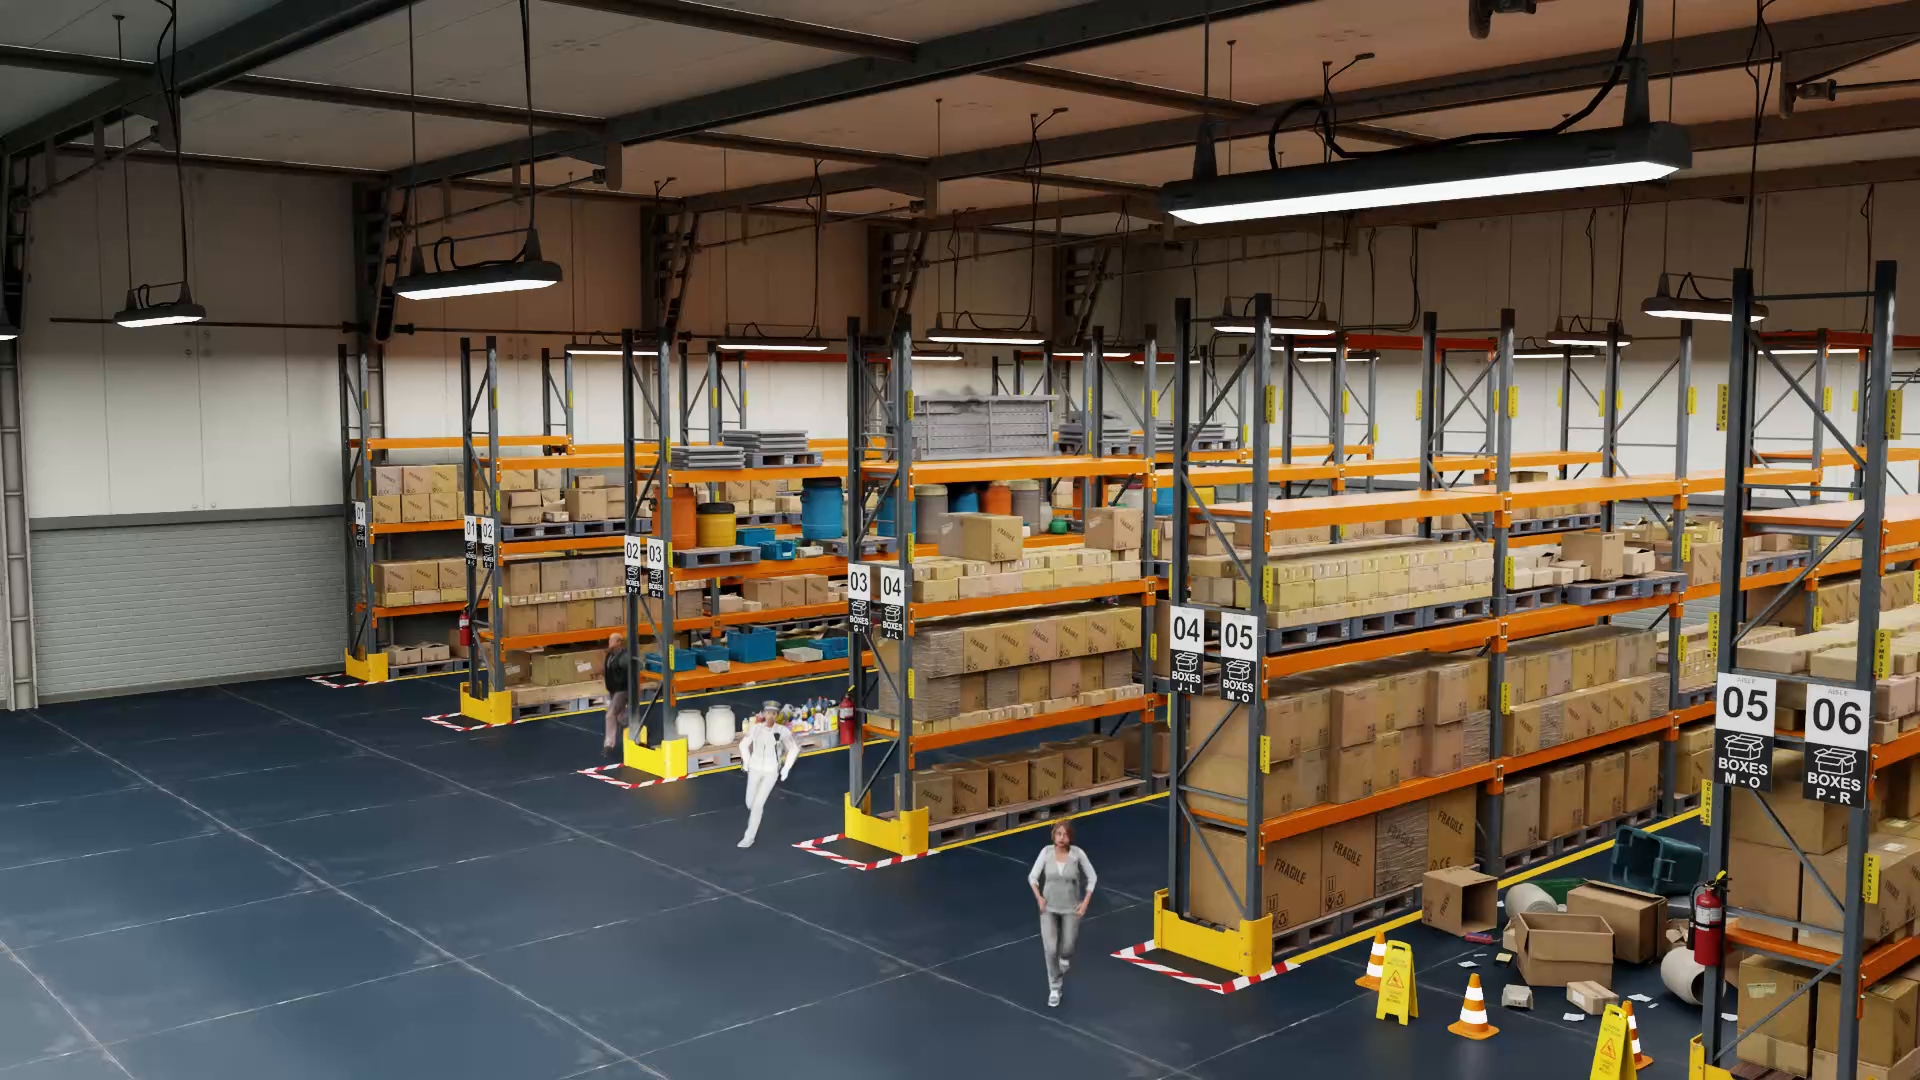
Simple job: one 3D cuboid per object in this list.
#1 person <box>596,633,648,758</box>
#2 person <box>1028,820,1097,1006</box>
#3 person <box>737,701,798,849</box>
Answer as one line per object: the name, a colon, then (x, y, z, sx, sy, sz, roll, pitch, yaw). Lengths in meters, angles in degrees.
person: (-4.854, 2.190, 23.795, 0.922, 1.746, 0.680, -5, 7, -42)
person: (0.871, 3.139, 14.179, 0.581, 1.564, 0.594, 1, 5, 7)
person: (-2.206, 2.643, 19.048, 0.674, 1.644, 0.782, 1, 5, 9)
